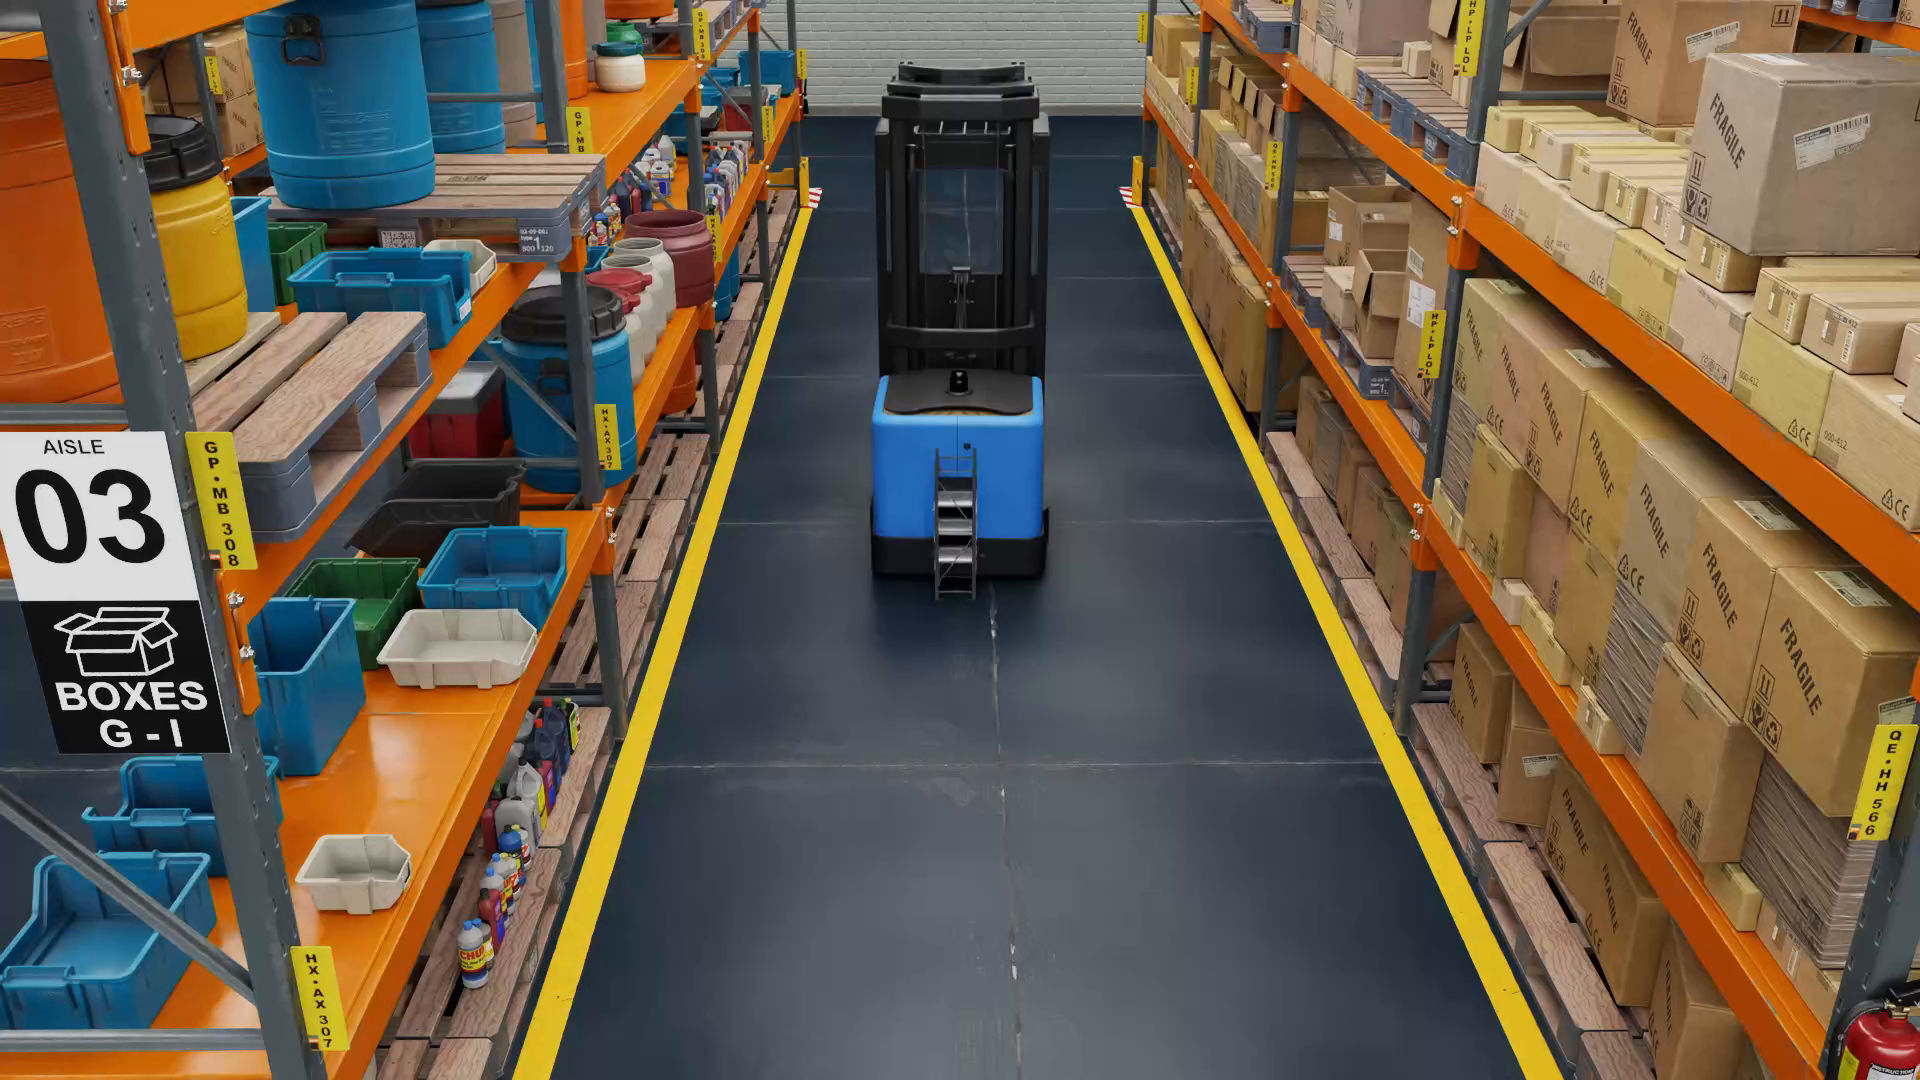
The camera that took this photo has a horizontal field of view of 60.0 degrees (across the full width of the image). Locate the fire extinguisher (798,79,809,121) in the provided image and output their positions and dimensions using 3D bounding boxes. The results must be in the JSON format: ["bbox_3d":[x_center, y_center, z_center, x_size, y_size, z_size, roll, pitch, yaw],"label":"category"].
[{"bbox_3d":[-1.889,-5.164,19.074,0.296,0.674,0.183,0,24,-1],"label":"fire extinguisher"}]

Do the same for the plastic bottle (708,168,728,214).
[{"bbox_3d":[-1.949,-2.803,13.367,0.144,0.351,0.185,0,24,-1],"label":"plastic bottle"}]

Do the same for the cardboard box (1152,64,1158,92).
[{"bbox_3d":[2.358,-4.981,17.945,0.500,0.250,0.500,-1,24,-1],"label":"cardboard box"}]

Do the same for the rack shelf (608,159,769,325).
[{"bbox_3d":[-2.277,-2.505,13.521,1.077,0.370,4.000,0,24,-1],"label":"rack shelf"}]

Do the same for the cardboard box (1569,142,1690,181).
[{"bbox_3d":[2.535,-1.405,6.274,0.380,0.149,0.250,0,24,1],"label":"cardboard box"}]

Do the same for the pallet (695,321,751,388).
[{"bbox_3d":[-2.316,-1.564,13.952,1.003,0.211,1.213,0,24,-1],"label":"pallet"}]

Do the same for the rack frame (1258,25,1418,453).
[{"bbox_3d":[2.698,-2.031,11.600,1.000,3.000,0.127,0,24,-1],"label":"rack frame"}]

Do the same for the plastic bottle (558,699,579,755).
[{"bbox_3d":[-1.876,0.874,7.940,0.061,0.283,0.133,1,24,2],"label":"plastic bottle"}]

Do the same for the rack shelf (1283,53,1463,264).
[{"bbox_3d":[2.720,-2.245,9.308,1.077,0.370,4.000,0,24,-1],"label":"rack shelf"}]

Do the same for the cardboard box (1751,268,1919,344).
[{"bbox_3d":[2.445,-0.651,4.606,0.380,0.149,0.250,0,24,0],"label":"cardboard box"}]

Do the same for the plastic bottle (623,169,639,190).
[{"bbox_3d":[-2.662,-2.819,13.402,0.144,0.351,0.185,0,24,-1],"label":"plastic bottle"}]

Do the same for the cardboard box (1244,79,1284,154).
[{"bbox_3d":[2.688,-3.379,13.243,0.797,0.503,0.637,1,24,1],"label":"cardboard box"}]

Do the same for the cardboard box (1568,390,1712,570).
[{"bbox_3d":[2.520,-0.214,5.888,0.500,0.500,0.500,0,24,-1],"label":"cardboard box"}]

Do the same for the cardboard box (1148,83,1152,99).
[{"bbox_3d":[2.289,-4.959,18.380,0.380,0.149,0.250,-1,24,-1],"label":"cardboard box"}]

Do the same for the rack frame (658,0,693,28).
[{"bbox_3d":[-2.255,-4.742,10.314,1.000,3.000,0.127,0,24,-1],"label":"rack frame"}]

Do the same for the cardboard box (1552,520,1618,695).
[{"bbox_3d":[2.725,0.240,6.097,0.875,0.500,0.500,0,24,-1],"label":"cardboard box"}]

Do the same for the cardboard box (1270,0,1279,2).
[{"bbox_3d":[2.522,-4.241,12.215,0.500,0.500,0.500,1,24,2],"label":"cardboard box"}]

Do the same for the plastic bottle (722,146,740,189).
[{"bbox_3d":[-1.959,-3.181,14.202,0.144,0.351,0.185,0,24,-1],"label":"plastic bottle"}]

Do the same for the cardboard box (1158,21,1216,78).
[{"bbox_3d":[2.363,-5.118,17.336,0.500,0.500,0.500,-1,24,-2],"label":"cardboard box"}]

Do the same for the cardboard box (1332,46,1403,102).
[{"bbox_3d":[2.469,-2.711,9.646,0.500,0.250,0.500,0,24,1],"label":"cardboard box"}]

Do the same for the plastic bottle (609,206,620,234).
[{"bbox_3d":[-2.678,-2.466,12.804,0.097,0.201,0.097,0,24,0],"label":"plastic bottle"}]

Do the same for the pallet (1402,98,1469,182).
[{"bbox_3d":[2.841,-1.918,7.940,1.213,0.211,1.003,0,24,-1],"label":"pallet"}]

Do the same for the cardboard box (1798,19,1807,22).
[{"bbox_3d":[7.833,-4.697,15.799,0.500,0.500,0.500,-1,24,-2],"label":"cardboard box"}]

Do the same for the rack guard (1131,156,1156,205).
[{"bbox_3d":[2.610,-4.198,19.426,1.175,0.500,0.348,0,24,-1],"label":"rack guard"}]

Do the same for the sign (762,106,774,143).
[{"bbox_3d":[-1.749,-3.784,15.142,0.100,0.325,0.005,0,24,-1],"label":"sign"}]

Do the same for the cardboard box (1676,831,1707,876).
[{"bbox_3d":[2.532,0.955,5.303,0.380,0.149,0.250,0,24,-1],"label":"cardboard box"}]

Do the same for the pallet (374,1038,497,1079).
[{"bbox_3d":[-2.219,2.193,5.645,1.003,0.211,1.213,0,24,-1],"label":"pallet"}]

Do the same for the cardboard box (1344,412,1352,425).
[{"bbox_3d":[2.751,-0.939,10.776,0.500,0.250,0.500,2,24,5],"label":"cardboard box"}]

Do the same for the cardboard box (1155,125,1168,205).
[{"bbox_3d":[2.697,-4.287,18.658,0.875,0.875,0.875,0,24,-1],"label":"cardboard box"}]

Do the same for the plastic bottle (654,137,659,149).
[{"bbox_3d":[-2.721,-3.450,14.881,0.061,0.283,0.133,0,24,-1],"label":"plastic bottle"}]

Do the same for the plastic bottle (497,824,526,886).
[{"bbox_3d":[-1.883,1.316,6.976,0.097,0.271,0.097,0,24,0],"label":"plastic bottle"}]

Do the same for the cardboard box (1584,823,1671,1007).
[{"bbox_3d":[2.766,1.452,6.424,0.500,0.500,0.500,2,24,4],"label":"cardboard box"}]

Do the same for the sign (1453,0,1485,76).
[{"bbox_3d":[2.186,-2.160,7.141,0.100,0.325,0.005,0,24,-1],"label":"sign"}]

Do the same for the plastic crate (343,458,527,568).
[{"bbox_3d":[-2.333,-0.116,7.441,0.767,0.338,0.504,0,24,-1],"label":"plastic crate"}]

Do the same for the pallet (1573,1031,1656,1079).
[{"bbox_3d":[2.811,2.170,5.695,1.003,0.211,1.213,0,24,-1],"label":"pallet"}]

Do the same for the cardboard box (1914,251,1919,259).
[{"bbox_3d":[3.033,-0.865,5.080,0.380,0.149,0.250,-1,24,-3],"label":"cardboard box"}]

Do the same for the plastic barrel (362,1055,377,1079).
[{"bbox_3d":[-2.257,1.753,5.744,0.421,0.512,0.421,0,24,0],"label":"plastic barrel"}]

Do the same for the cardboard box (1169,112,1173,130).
[{"bbox_3d":[2.309,-4.218,16.741,0.380,0.149,0.250,-1,24,-1],"label":"cardboard box"}]

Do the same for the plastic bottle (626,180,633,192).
[{"bbox_3d":[-2.641,-2.722,13.271,0.061,0.283,0.133,0,24,-1],"label":"plastic bottle"}]

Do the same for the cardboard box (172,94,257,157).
[{"bbox_3d":[-6.985,-3.893,15.596,0.500,0.500,0.500,0,24,1],"label":"cardboard box"}]

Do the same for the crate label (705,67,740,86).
[{"bbox_3d":[-2.669,-5.153,18.633,0.416,0.233,0.303,0,24,-1],"label":"crate label"}]

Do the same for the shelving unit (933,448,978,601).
[{"bbox_3d":[-0.025,-0.088,9.852,0.258,0.900,0.210,1,24,1],"label":"shelving unit"}]

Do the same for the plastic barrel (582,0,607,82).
[{"bbox_3d":[-2.463,-3.264,10.079,0.600,0.901,0.600,0,24,0],"label":"plastic barrel"}]

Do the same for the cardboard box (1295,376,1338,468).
[{"bbox_3d":[2.725,-0.816,11.414,0.700,0.500,0.500,-2,24,-3],"label":"cardboard box"}]

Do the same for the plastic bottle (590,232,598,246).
[{"bbox_3d":[-2.669,-2.130,12.061,0.097,0.201,0.097,0,24,0],"label":"plastic bottle"}]

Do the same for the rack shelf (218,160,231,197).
[{"bbox_3d":[-7.230,-2.484,13.475,1.077,0.370,4.000,0,24,-1],"label":"rack shelf"}]

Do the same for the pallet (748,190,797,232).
[{"bbox_3d":[-2.372,-3.694,18.662,1.003,0.211,1.213,0,24,-1],"label":"pallet"}]

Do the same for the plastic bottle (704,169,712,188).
[{"bbox_3d":[-2.082,-2.919,13.721,0.097,0.271,0.097,0,24,0],"label":"plastic bottle"}]

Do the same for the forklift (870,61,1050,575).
[{"bbox_3d":[0.021,-1.683,10.914,1.130,2.935,3.031,1,24,1],"label":"forklift"}]

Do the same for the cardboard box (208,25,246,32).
[{"bbox_3d":[-6.987,-4.757,16.293,0.500,0.500,0.500,-1,24,-2],"label":"cardboard box"}]

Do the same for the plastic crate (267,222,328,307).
[{"bbox_3d":[-2.466,-0.979,5.891,0.336,0.188,0.450,0,24,-1],"label":"plastic crate"}]

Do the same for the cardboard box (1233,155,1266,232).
[{"bbox_3d":[2.436,-2.698,12.954,0.500,0.500,0.500,-1,24,-2],"label":"cardboard box"}]

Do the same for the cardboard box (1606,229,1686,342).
[{"bbox_3d":[2.510,-0.854,5.541,0.500,0.250,0.500,-1,24,-1],"label":"cardboard box"}]

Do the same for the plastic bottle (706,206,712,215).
[{"bbox_3d":[-1.897,-2.381,12.516,0.061,0.283,0.133,0,24,-1],"label":"plastic bottle"}]

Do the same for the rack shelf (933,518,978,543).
[{"bbox_3d":[-0.025,-0.057,9.866,0.258,0.077,0.200,1,24,1],"label":"rack shelf"}]

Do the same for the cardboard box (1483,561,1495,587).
[{"bbox_3d":[2.475,0.131,7.125,0.380,0.149,0.250,0,24,-1],"label":"cardboard box"}]

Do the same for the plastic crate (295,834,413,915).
[{"bbox_3d":[-1.856,1.038,5.135,0.298,0.136,0.250,0,24,-1],"label":"plastic crate"}]

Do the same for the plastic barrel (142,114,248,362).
[{"bbox_3d":[-2.307,-0.825,4.556,0.600,0.588,0.600,0,24,0],"label":"plastic barrel"}]
